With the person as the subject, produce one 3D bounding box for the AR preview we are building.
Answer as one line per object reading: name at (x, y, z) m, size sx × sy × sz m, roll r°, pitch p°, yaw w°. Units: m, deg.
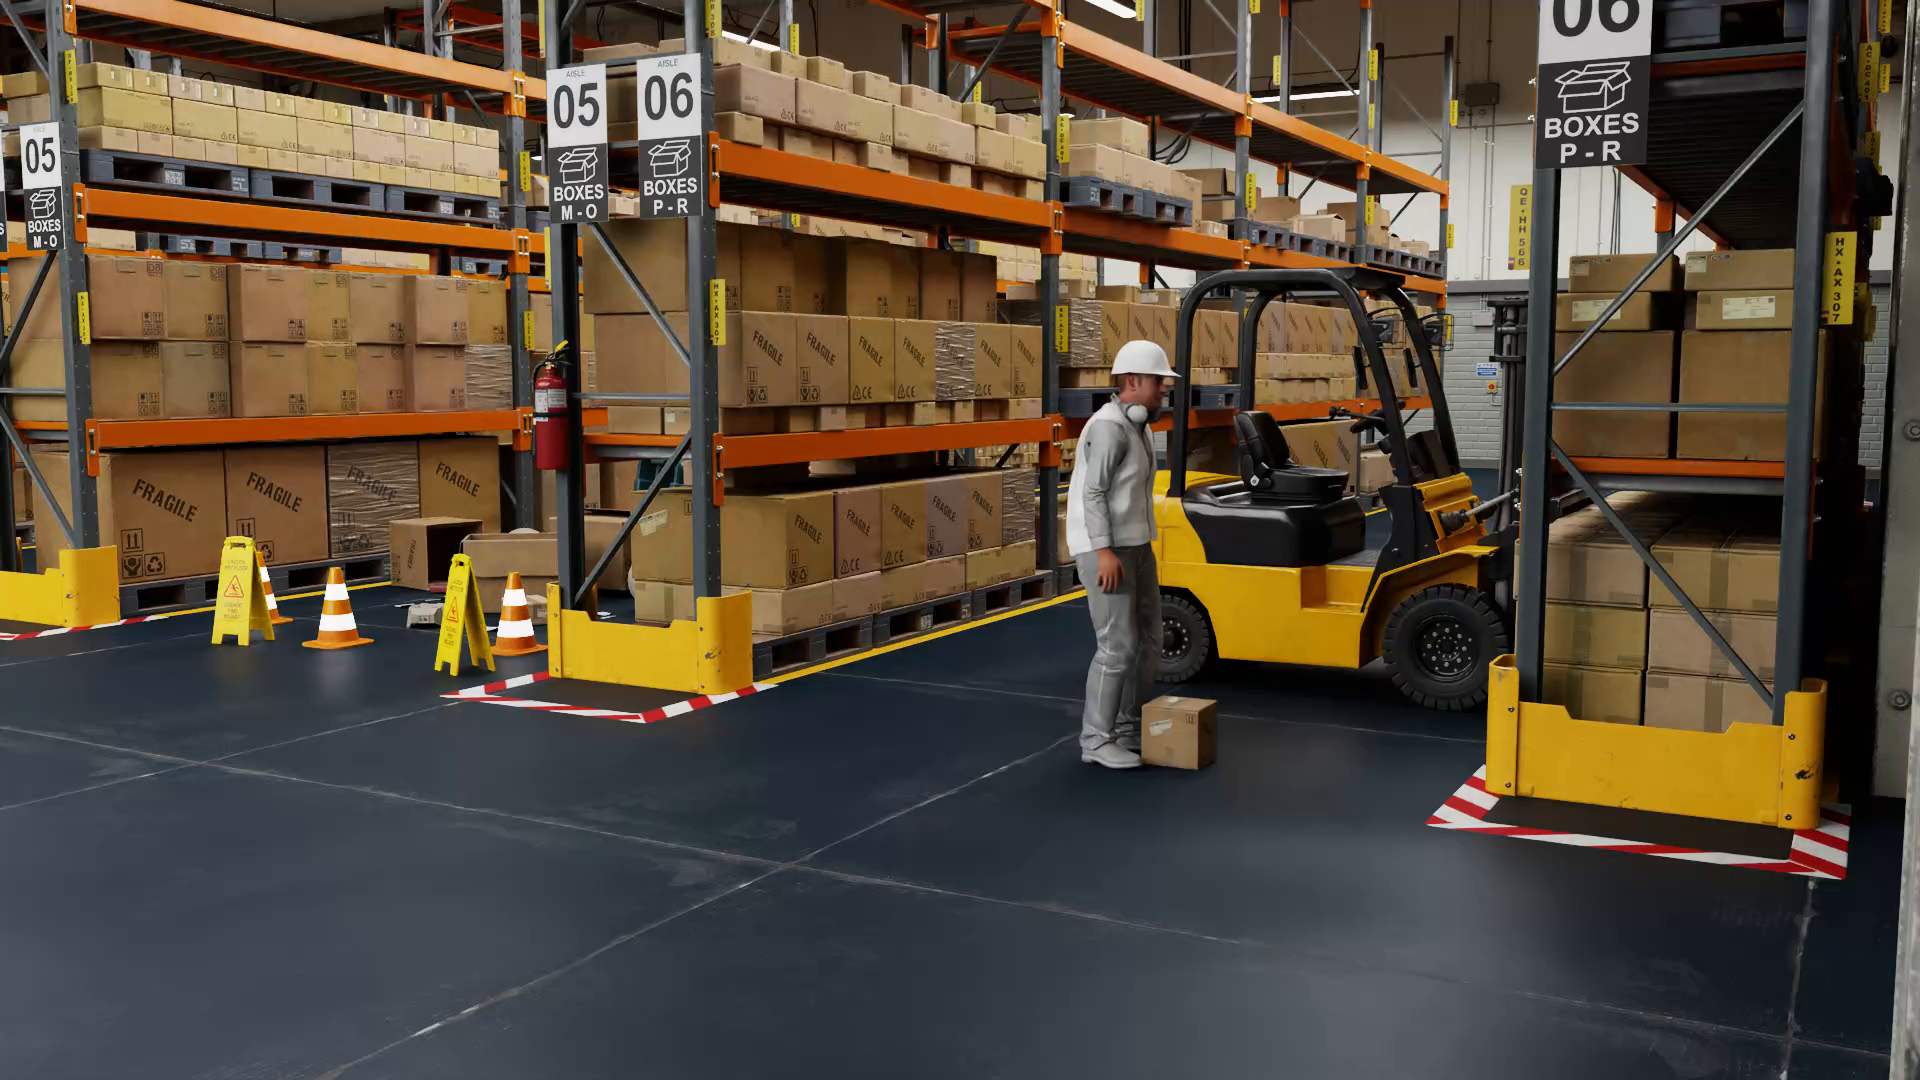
person at (0.699, 0.043, 7.066) m, size 0.475 × 1.769 × 0.579 m, roll 3°, pitch 7°, yaw 26°
